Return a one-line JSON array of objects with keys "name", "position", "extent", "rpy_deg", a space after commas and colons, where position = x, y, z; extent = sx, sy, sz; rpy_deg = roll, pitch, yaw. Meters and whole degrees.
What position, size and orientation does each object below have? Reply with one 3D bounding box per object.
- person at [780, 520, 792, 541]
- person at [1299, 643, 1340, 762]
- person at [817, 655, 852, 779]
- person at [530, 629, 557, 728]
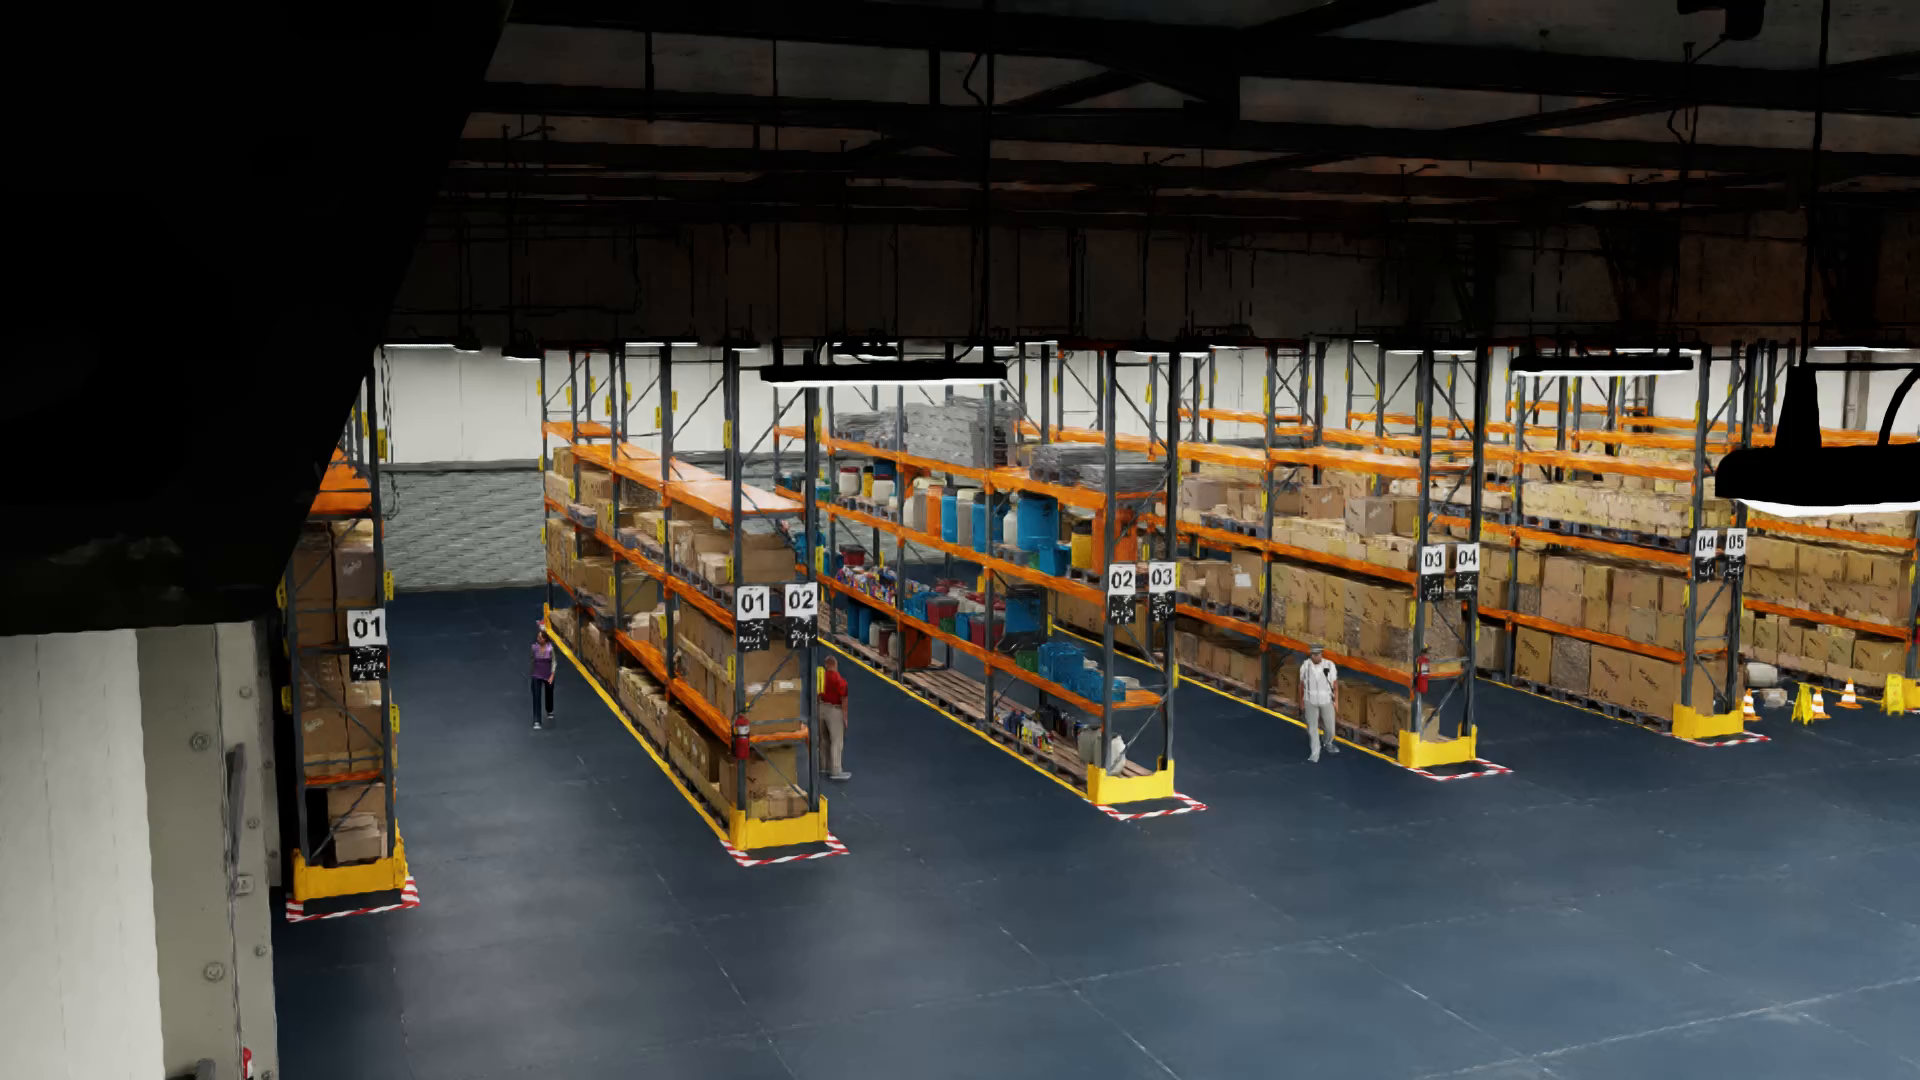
[{"name": "person", "position": [-4.116, 0.380, 39.157], "extent": [0.565, 1.712, 0.737], "rpy_deg": [2, 8, 16]}, {"name": "person", "position": [5.239, 2.330, 24.210], "extent": [0.602, 1.744, 0.535], "rpy_deg": [2, 8, 15]}, {"name": "person", "position": [-1.764, 2.456, 23.249], "extent": [0.589, 1.708, 0.450], "rpy_deg": [6, 9, 37]}, {"name": "person", "position": [-6.571, 2.151, 26.261], "extent": [0.408, 1.533, 0.961], "rpy_deg": [-2, 8, -13]}]
